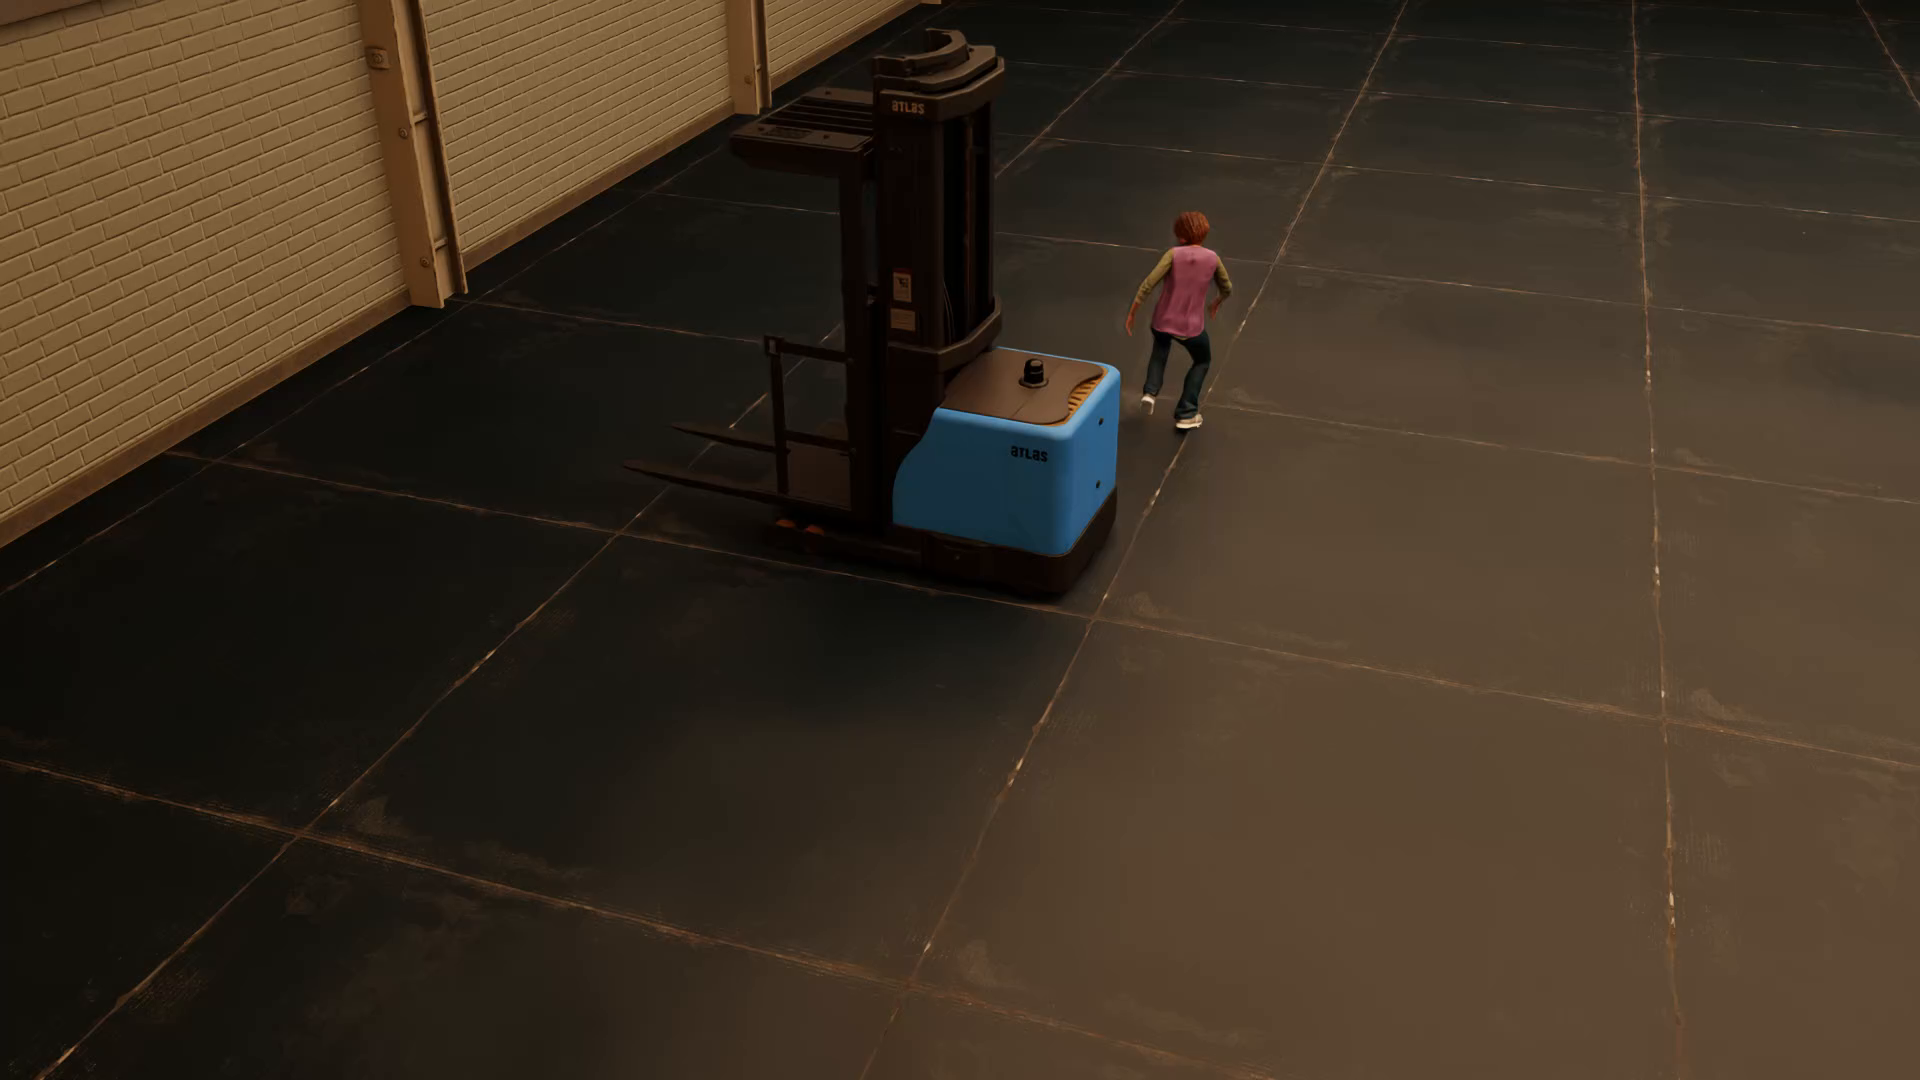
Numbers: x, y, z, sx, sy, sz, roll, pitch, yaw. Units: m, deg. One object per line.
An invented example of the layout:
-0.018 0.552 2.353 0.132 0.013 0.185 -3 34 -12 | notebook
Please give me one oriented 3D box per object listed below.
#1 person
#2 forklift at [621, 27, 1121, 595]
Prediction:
1.476 -1.473 11.167 0.648 1.512 0.580 8 31 14 | person
-0.614 -1.421 9.629 3.031 2.935 1.130 12 32 19 | forklift
